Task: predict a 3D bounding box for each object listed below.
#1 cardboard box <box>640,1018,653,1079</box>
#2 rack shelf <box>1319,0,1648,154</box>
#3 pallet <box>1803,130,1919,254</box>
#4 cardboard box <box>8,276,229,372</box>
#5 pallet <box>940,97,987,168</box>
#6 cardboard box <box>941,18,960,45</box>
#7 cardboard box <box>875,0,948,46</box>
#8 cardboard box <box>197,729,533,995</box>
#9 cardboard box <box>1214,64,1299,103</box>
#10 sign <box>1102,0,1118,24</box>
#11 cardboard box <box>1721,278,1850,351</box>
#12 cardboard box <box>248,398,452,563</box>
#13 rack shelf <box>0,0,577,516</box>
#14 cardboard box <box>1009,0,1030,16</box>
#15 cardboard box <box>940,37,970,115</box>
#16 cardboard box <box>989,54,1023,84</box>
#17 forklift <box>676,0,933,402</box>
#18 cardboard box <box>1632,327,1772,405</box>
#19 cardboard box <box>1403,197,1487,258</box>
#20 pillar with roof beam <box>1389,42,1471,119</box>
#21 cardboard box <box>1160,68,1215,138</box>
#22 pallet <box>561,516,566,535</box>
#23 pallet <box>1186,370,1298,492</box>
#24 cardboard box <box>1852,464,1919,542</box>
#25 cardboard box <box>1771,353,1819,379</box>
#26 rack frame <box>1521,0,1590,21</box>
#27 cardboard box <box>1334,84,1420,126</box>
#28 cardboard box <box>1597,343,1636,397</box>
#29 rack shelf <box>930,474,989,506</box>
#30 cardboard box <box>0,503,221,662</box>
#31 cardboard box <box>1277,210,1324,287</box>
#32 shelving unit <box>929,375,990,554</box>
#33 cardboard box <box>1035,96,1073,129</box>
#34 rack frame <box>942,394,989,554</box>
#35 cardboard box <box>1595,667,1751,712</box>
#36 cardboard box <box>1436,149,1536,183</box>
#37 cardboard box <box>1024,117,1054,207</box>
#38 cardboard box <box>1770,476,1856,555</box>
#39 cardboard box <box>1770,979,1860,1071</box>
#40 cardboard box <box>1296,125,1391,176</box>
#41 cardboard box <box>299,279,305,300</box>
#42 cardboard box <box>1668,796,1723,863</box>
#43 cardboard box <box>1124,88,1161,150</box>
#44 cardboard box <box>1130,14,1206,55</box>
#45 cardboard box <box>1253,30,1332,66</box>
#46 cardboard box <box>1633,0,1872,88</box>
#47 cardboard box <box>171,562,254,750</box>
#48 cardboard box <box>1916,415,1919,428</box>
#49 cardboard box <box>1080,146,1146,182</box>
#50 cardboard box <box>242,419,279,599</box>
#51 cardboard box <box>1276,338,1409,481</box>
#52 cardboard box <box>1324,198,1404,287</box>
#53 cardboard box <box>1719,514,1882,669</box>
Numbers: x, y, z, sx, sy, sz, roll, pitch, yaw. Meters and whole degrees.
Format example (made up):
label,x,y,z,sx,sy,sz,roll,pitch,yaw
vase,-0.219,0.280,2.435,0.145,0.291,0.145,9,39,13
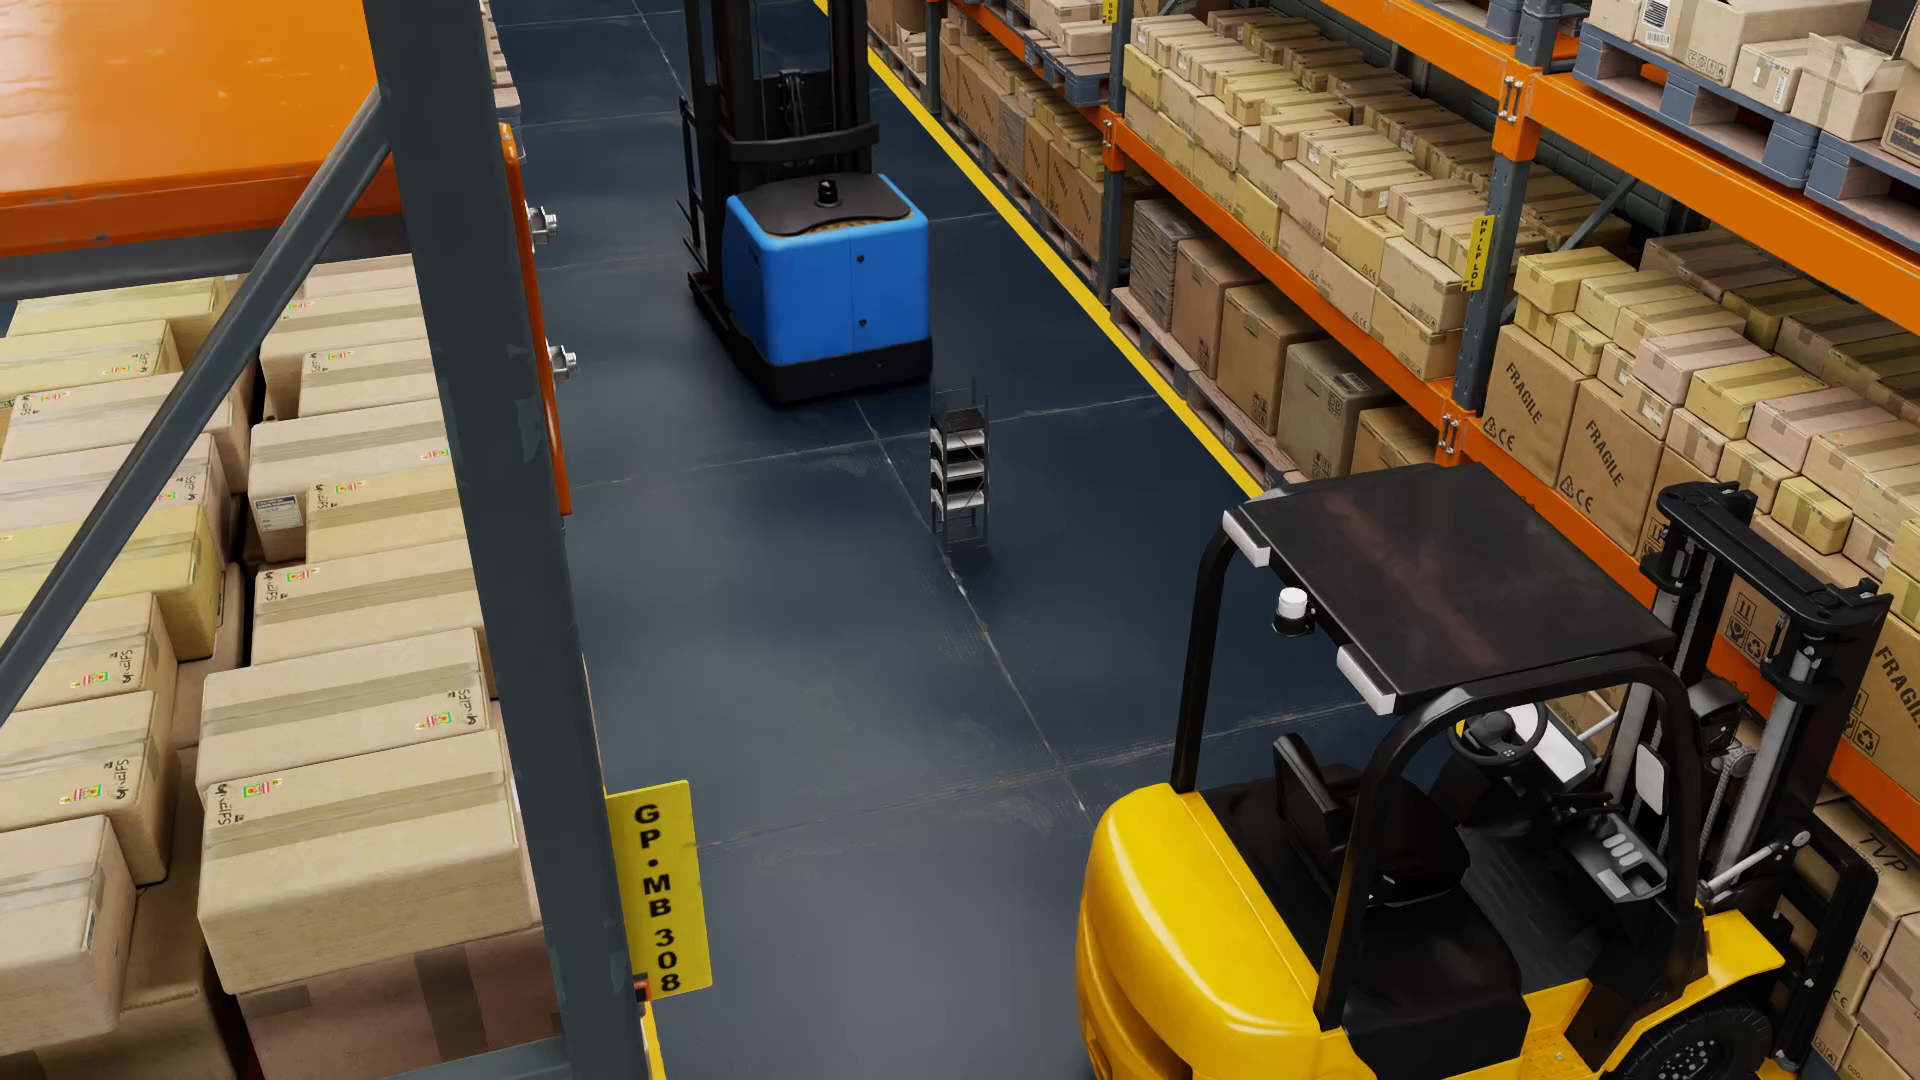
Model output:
label,x,y,z,sx,sy,sz,roll,pitch,yaw
cardboard box,-0.654,0.740,2.417,0.380,0.149,0.250,-10,35,-15
rack shelf,2.034,-2.823,8.233,1.077,0.370,4.000,-10,35,-15
pallet,3.297,-0.953,4.831,1.003,0.211,1.213,-10,35,-15
cardboard box,-1.744,-0.442,3.482,0.380,0.149,0.250,-9,35,-14
pallet,0.488,-3.438,13.761,1.003,0.211,1.213,-10,35,-15
cardboard box,0.060,-4.192,13.671,0.380,0.149,0.250,-8,34,-12
cardboard box,-0.380,-4.917,15.357,0.700,0.500,0.500,-11,35,-17
cardboard box,-0.776,0.415,2.185,0.380,0.149,0.250,-10,35,-15
cardboard box,1.623,-2.485,9.110,0.380,0.149,0.250,-10,35,-14
sign,0.910,-3.276,10.008,0.100,0.325,0.005,-10,35,-15
cardboard box,3.159,-0.866,6.391,0.380,0.149,0.250,-10,35,-15
cardboard box,-1.058,-0.115,2.986,0.380,0.149,0.250,-10,35,-15
rack shelf,-1.472,-1.136,2.963,1.077,0.370,4.000,-10,35,-15
cardboard box,0.750,-3.966,11.557,0.797,0.503,0.637,-11,35,-16
cardboard box,0.137,-3.862,13.761,0.500,0.500,0.500,-9,34,-13
cardboard box,0.444,-3.648,12.847,0.380,0.149,0.250,-10,35,-15
forklift,-1.190,-2.846,10.399,1.130,2.935,3.031,-13,35,-18
cardboard box,2.691,-0.634,6.040,0.380,0.149,0.250,-9,35,-14
cardboard box,2.232,-1.409,7.482,0.380,0.149,0.250,-11,35,-15
pillar with roof beam,-1.420,-4.168,6.895,9.100,9.000,0.400,-10,35,-15
cardboard box,1.478,-2.531,9.542,0.500,0.250,0.500,-9,34,-13
pallet,-2.177,-0.331,6.704,1.003,0.211,1.213,-10,35,-15
pallet,2.006,-0.680,9.588,1.003,0.211,1.213,-10,35,-15
cardboard box,3.080,-0.115,5.254,0.380,0.149,0.250,-10,35,-14
cardboard box,3.284,-0.613,6.278,0.380,0.149,0.250,-10,35,-14
rack frame,2.644,-3.325,5.619,1.000,3.000,0.127,-10,35,-15
cardboard box,2.202,-2.295,8.823,0.380,0.149,0.250,-9,35,-13
cardboard box,2.677,-0.655,6.341,0.380,0.149,0.250,-10,35,-15
rack shelf,-0.002,-0.277,8.576,0.258,0.077,0.200,-10,35,-15
cardboard box,-1.412,0.093,2.672,0.380,0.149,0.250,-10,35,-14
cardboard box,1.960,-1.509,8.448,0.500,0.250,0.500,-10,35,-14
shelving unit,-0.002,-0.380,8.508,0.258,0.900,0.210,-10,35,-15
cardboard box,0.767,-3.102,12.022,0.380,0.149,0.250,-11,35,-15
rack frame,0.029,-0.326,8.428,0.240,0.900,0.006,-10,35,-15
cardboard box,2.802,0.569,6.374,0.500,0.250,0.500,-9,34,-13
cardboard box,2.536,-1.766,8.023,0.380,0.149,0.250,-10,35,-15
cardboard box,0.785,-2.779,12.121,0.500,0.500,0.500,-9,34,-13
cardboard box,2.943,-0.107,5.513,0.380,0.149,0.250,-11,35,-16
cardboard box,3.133,1.530,5.827,0.500,0.250,0.500,-10,35,-14
cardboard box,1.910,-1.942,8.289,0.380,0.149,0.250,-10,35,-14
cardboard box,-1.318,-0.665,3.819,0.380,0.149,0.250,-10,35,-14
cardboard box,2.948,1.043,6.111,0.500,0.250,0.500,-10,35,-15
cardboard box,1.326,-2.585,10.078,0.500,0.250,0.500,-10,35,-15
cardboard box,1.240,-3.017,9.916,0.380,0.149,0.250,-9,35,-13
cardboard box,1.923,-2.833,9.637,0.380,0.149,0.250,-10,35,-15
cardboard box,2.665,-1.775,5.604,0.500,0.311,0.500,-9,35,-14
cardboard box,-1.414,0.312,2.702,0.500,0.250,0.500,-10,35,-15
cardboard box,3.436,-0.325,5.573,0.380,0.149,0.250,-9,35,-13
cardboard box,1.032,-2.542,11.173,0.380,0.149,0.250,-12,35,-17
cardboard box,-1.087,-0.040,3.235,0.500,0.250,0.500,-9,35,-13
cardboard box,2.245,-0.687,8.842,0.875,0.625,0.625,-10,35,-15
cardboard box,2.087,-1.451,7.908,0.500,0.250,0.500,-11,35,-16
cardboard box,2.994,0.217,5.610,0.500,0.500,0.500,-10,35,-14
